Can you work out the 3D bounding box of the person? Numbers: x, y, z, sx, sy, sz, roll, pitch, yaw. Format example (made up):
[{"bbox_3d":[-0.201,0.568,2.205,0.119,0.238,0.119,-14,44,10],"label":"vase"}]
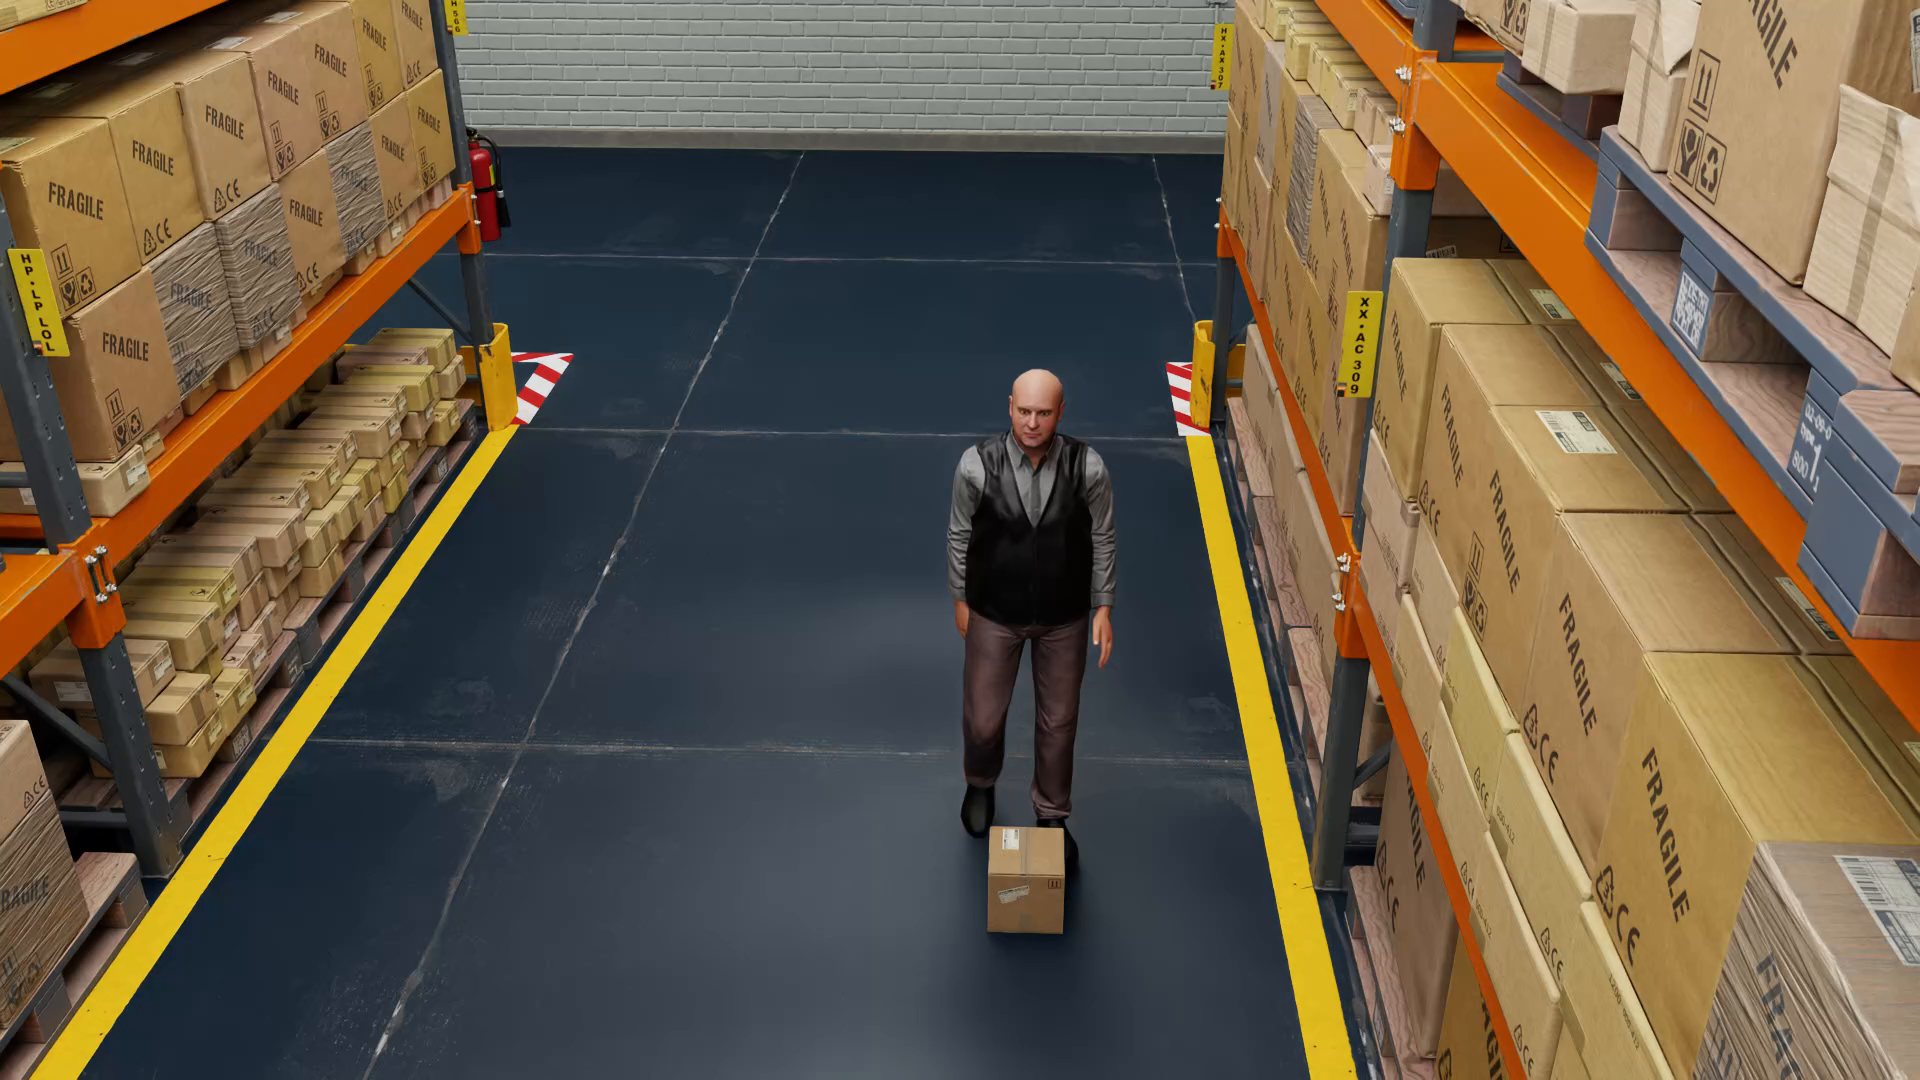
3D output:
[{"bbox_3d":[0.246,0.291,5.589,0.562,1.745,0.521,-2,28,-3],"label":"person"}]
